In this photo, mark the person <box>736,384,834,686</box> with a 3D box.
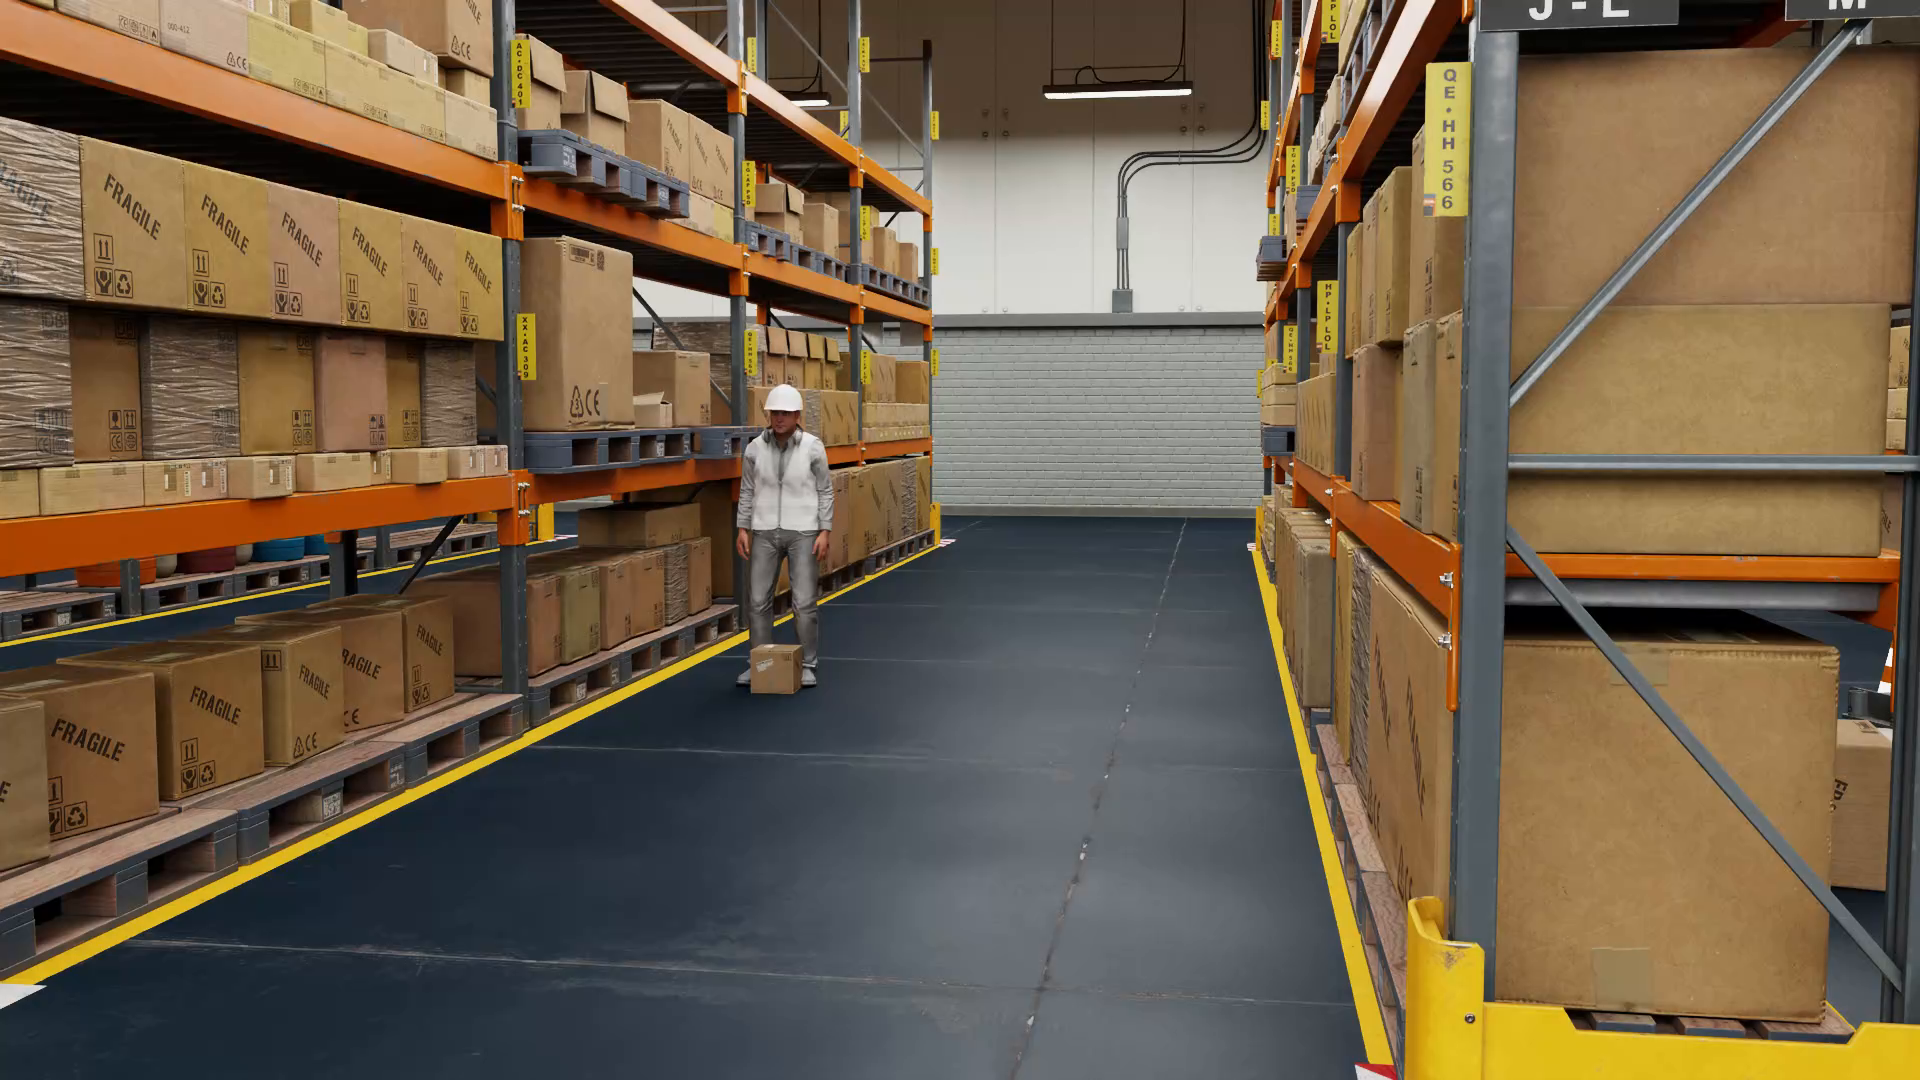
[{"bbox_3d":[-1.037,-0.030,9.848,0.581,1.772,0.460,1,4,9],"label":"person"}]
